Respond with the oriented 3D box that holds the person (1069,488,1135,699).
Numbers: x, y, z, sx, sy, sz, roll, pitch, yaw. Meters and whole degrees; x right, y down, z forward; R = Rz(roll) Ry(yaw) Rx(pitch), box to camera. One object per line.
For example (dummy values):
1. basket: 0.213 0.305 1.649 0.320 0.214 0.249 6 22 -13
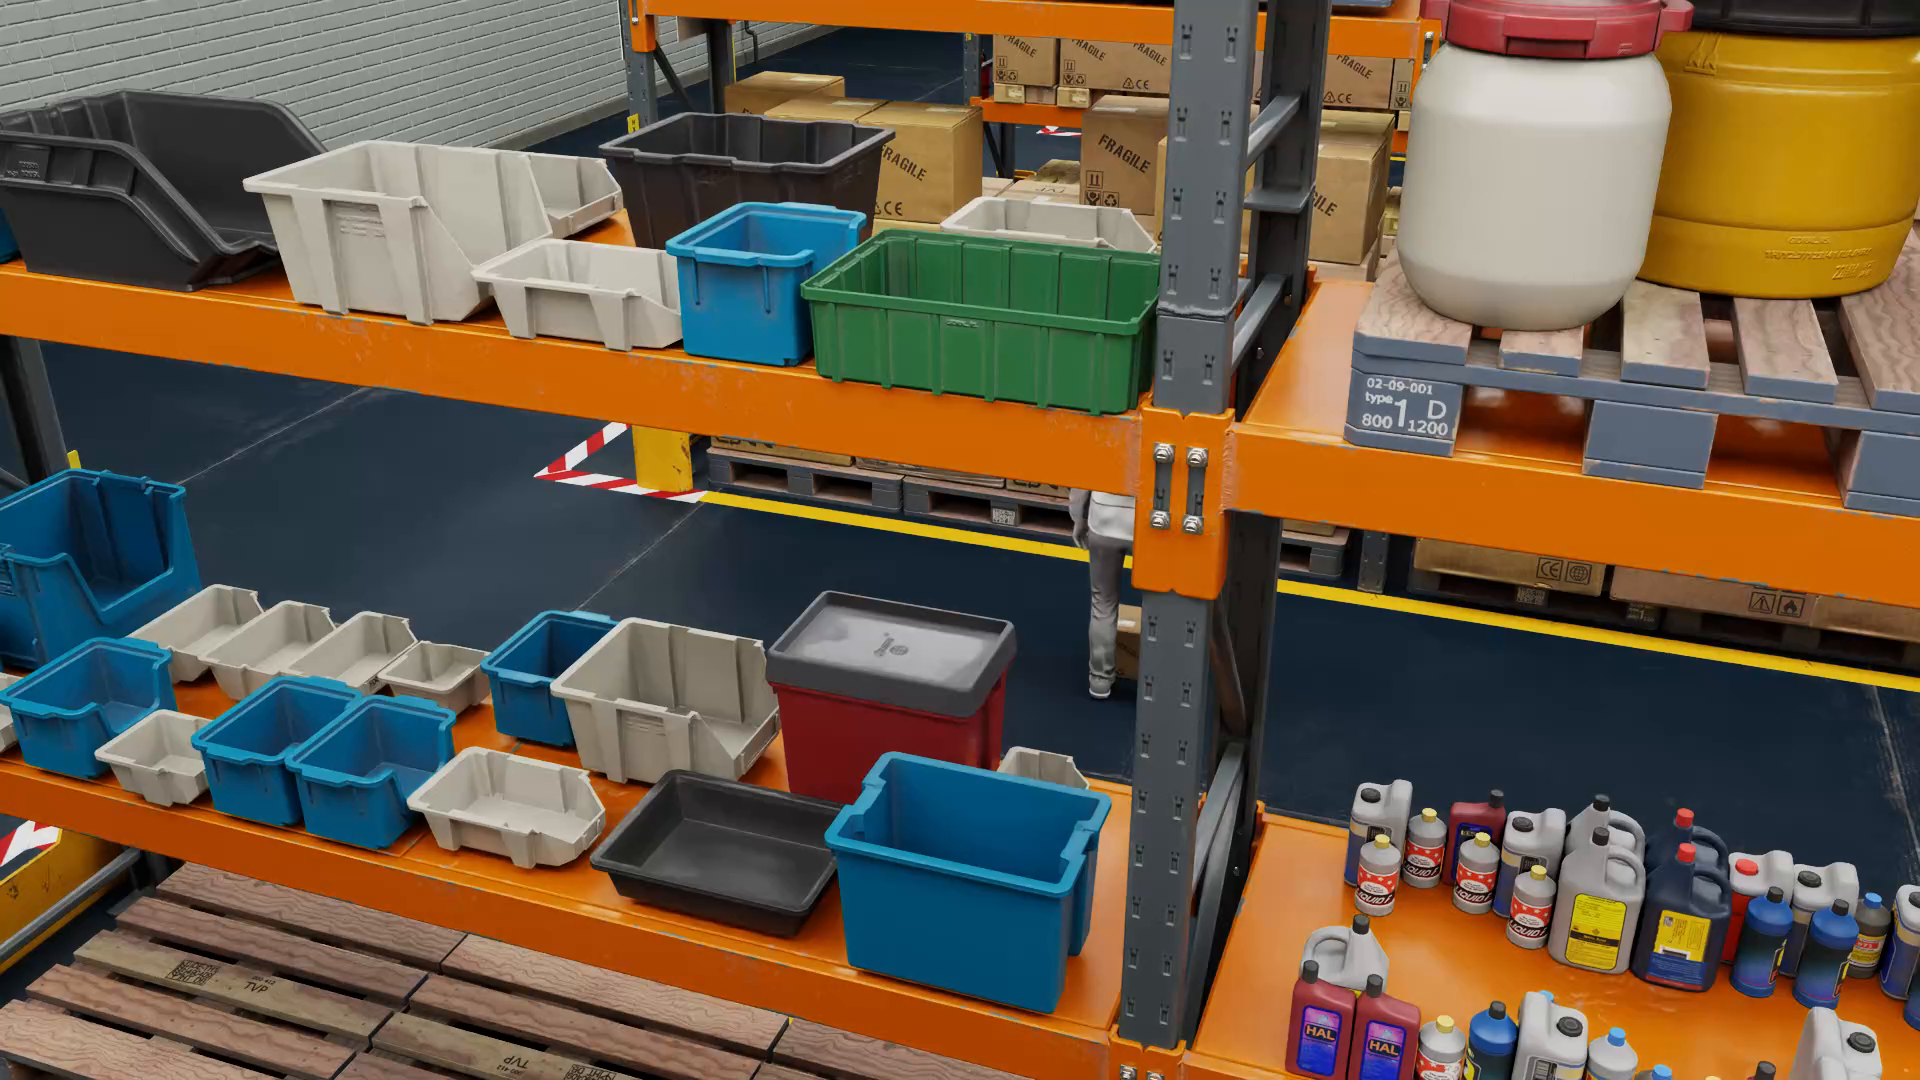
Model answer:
1. person: 0.739 -0.055 7.222 0.539 1.662 0.374 7 27 14
